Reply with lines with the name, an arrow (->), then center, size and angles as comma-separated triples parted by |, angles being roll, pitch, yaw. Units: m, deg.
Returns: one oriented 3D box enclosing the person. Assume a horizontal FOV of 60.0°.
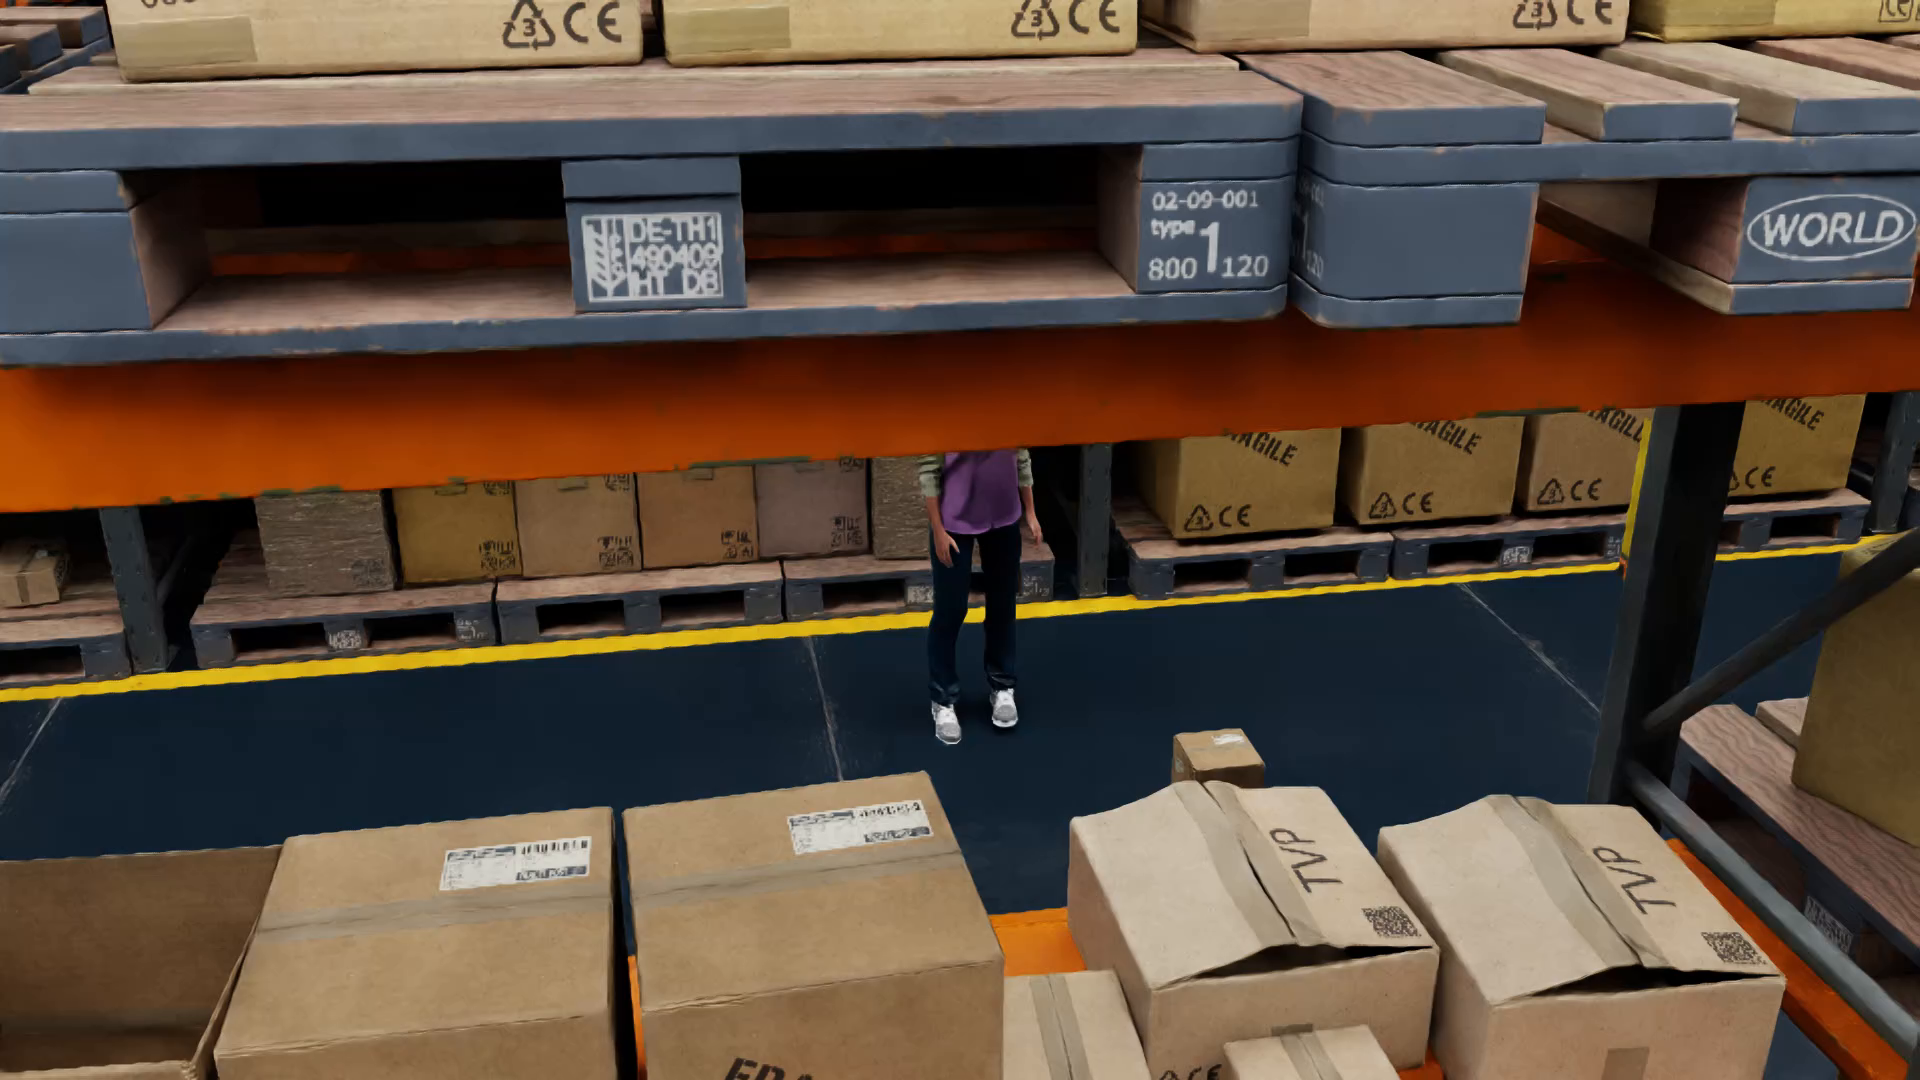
person -> 0.067, -0.040, 6.192 | 0.451, 1.629, 0.368 | -13, 27, -27
